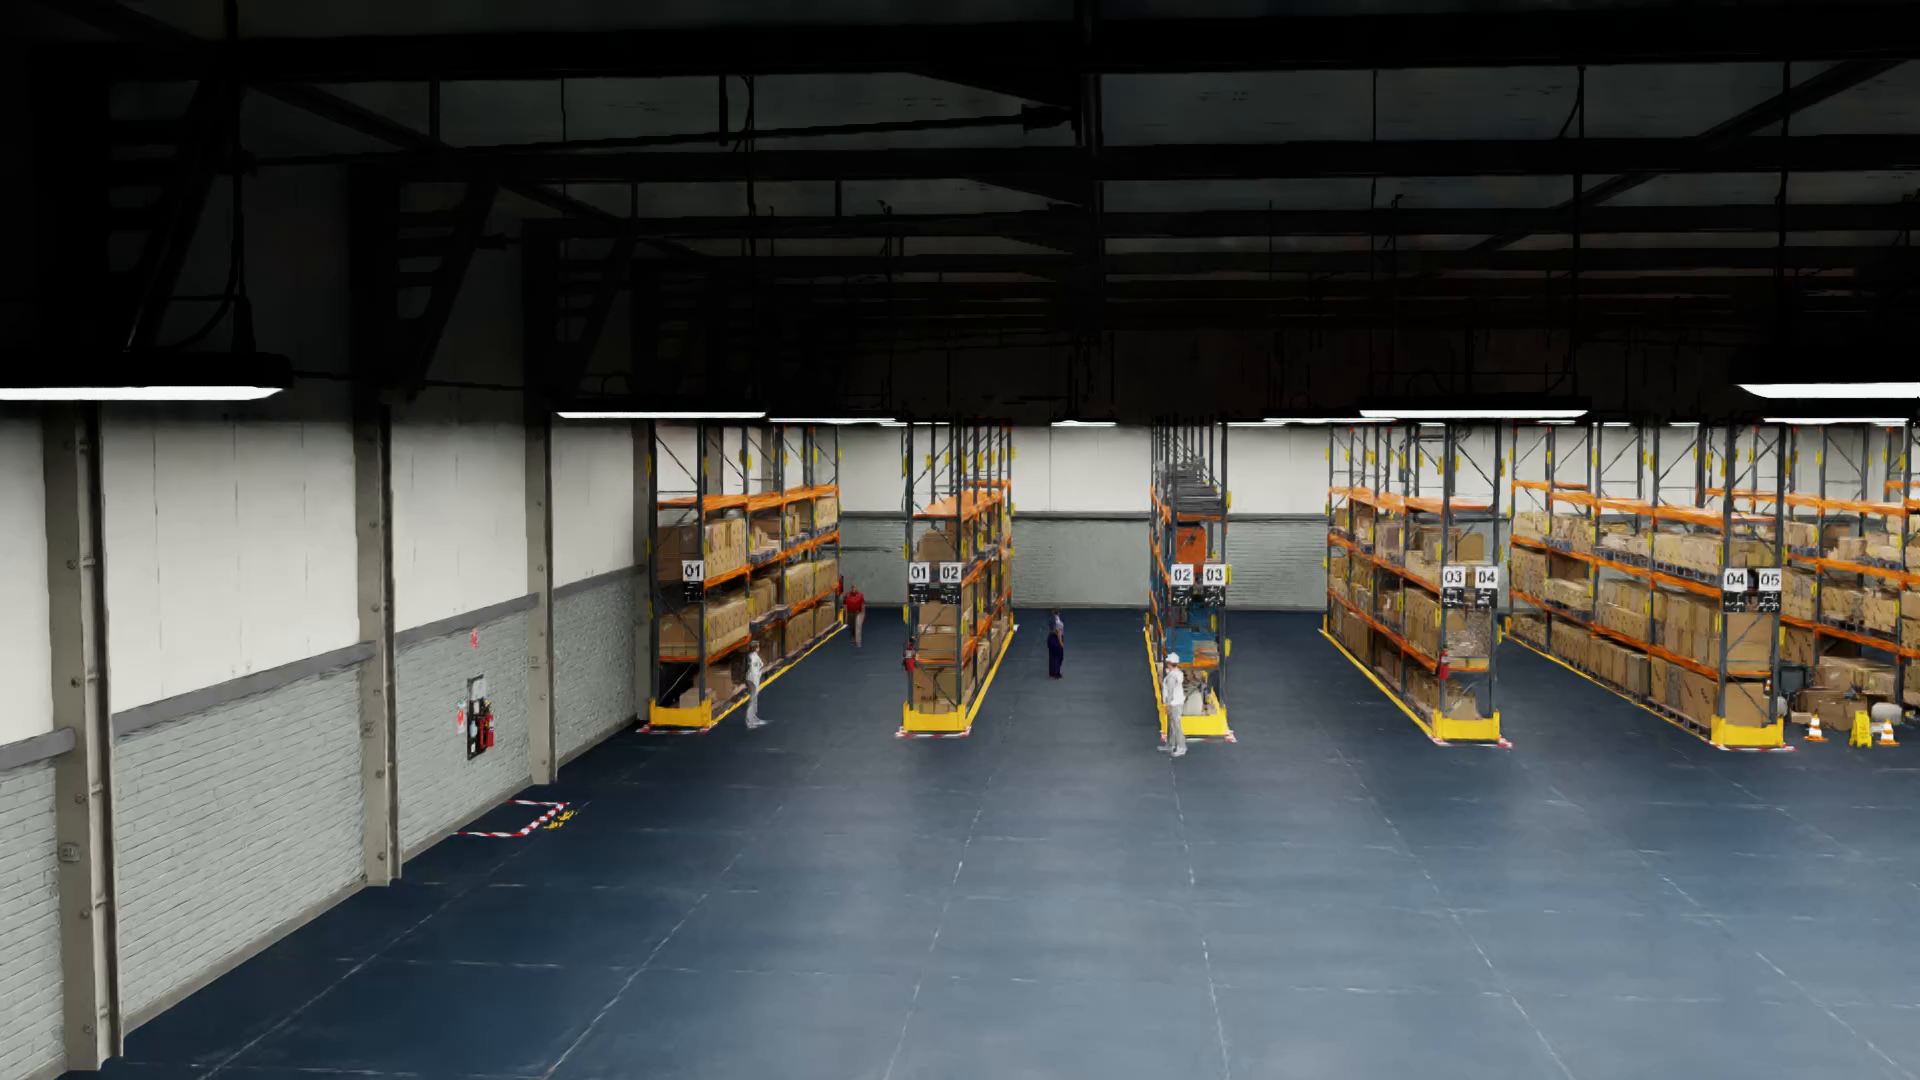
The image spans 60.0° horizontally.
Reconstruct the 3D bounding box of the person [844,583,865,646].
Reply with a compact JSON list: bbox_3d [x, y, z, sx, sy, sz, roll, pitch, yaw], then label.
[{"bbox_3d":[-2.782,1.944,43.602,0.547,1.641,1.115,0,4,4],"label":"person"}]

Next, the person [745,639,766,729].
[{"bbox_3d":[-3.899,2.733,31.746,0.432,1.684,0.555,-1,4,-17],"label":"person"}]

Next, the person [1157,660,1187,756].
[{"bbox_3d":[3.719,2.886,29.169,0.576,1.718,0.657,1,4,17],"label":"person"}]

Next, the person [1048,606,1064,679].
[{"bbox_3d":[2.223,2.368,38.161,0.358,1.703,0.559,-2,4,-23],"label":"person"}]
